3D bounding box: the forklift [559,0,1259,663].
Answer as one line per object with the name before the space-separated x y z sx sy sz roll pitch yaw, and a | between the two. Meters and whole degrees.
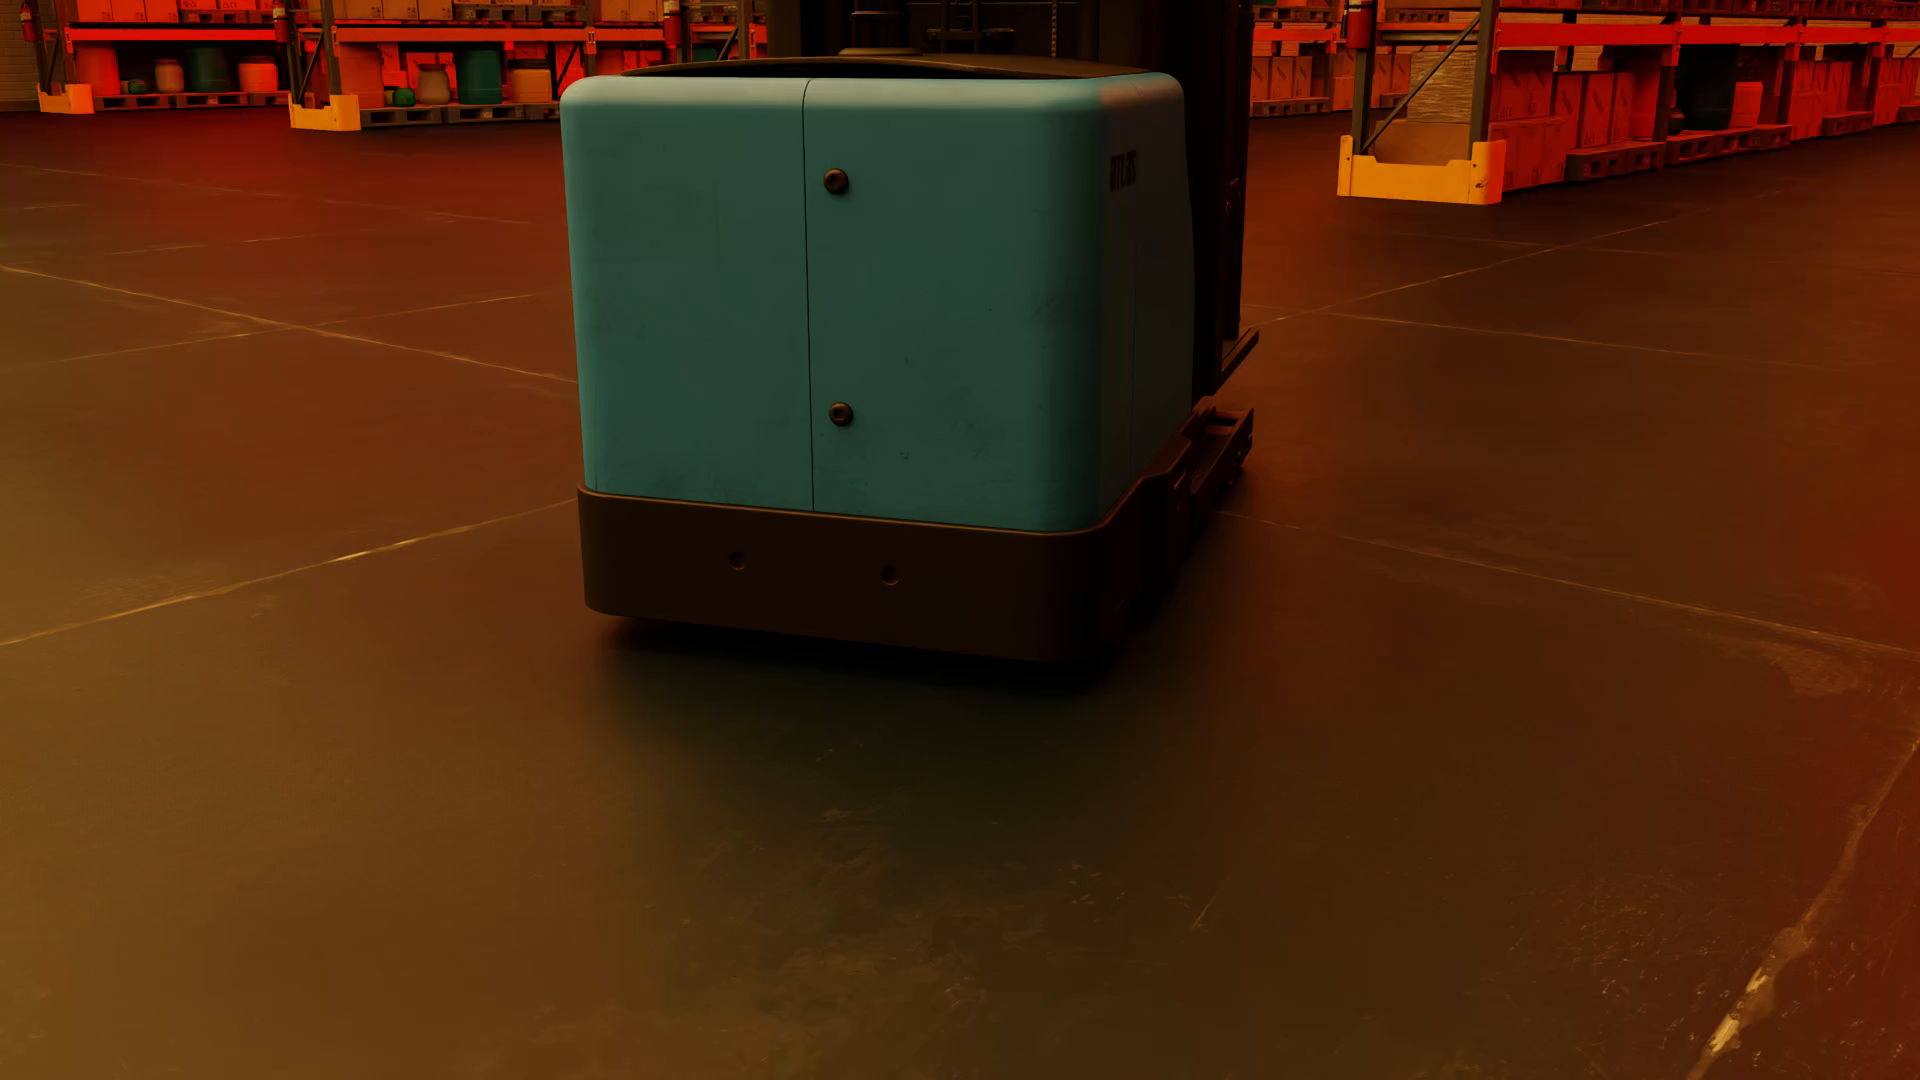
forklift | 0.182 -1.571 4.072 1.130 2.935 3.031 5 18 17
